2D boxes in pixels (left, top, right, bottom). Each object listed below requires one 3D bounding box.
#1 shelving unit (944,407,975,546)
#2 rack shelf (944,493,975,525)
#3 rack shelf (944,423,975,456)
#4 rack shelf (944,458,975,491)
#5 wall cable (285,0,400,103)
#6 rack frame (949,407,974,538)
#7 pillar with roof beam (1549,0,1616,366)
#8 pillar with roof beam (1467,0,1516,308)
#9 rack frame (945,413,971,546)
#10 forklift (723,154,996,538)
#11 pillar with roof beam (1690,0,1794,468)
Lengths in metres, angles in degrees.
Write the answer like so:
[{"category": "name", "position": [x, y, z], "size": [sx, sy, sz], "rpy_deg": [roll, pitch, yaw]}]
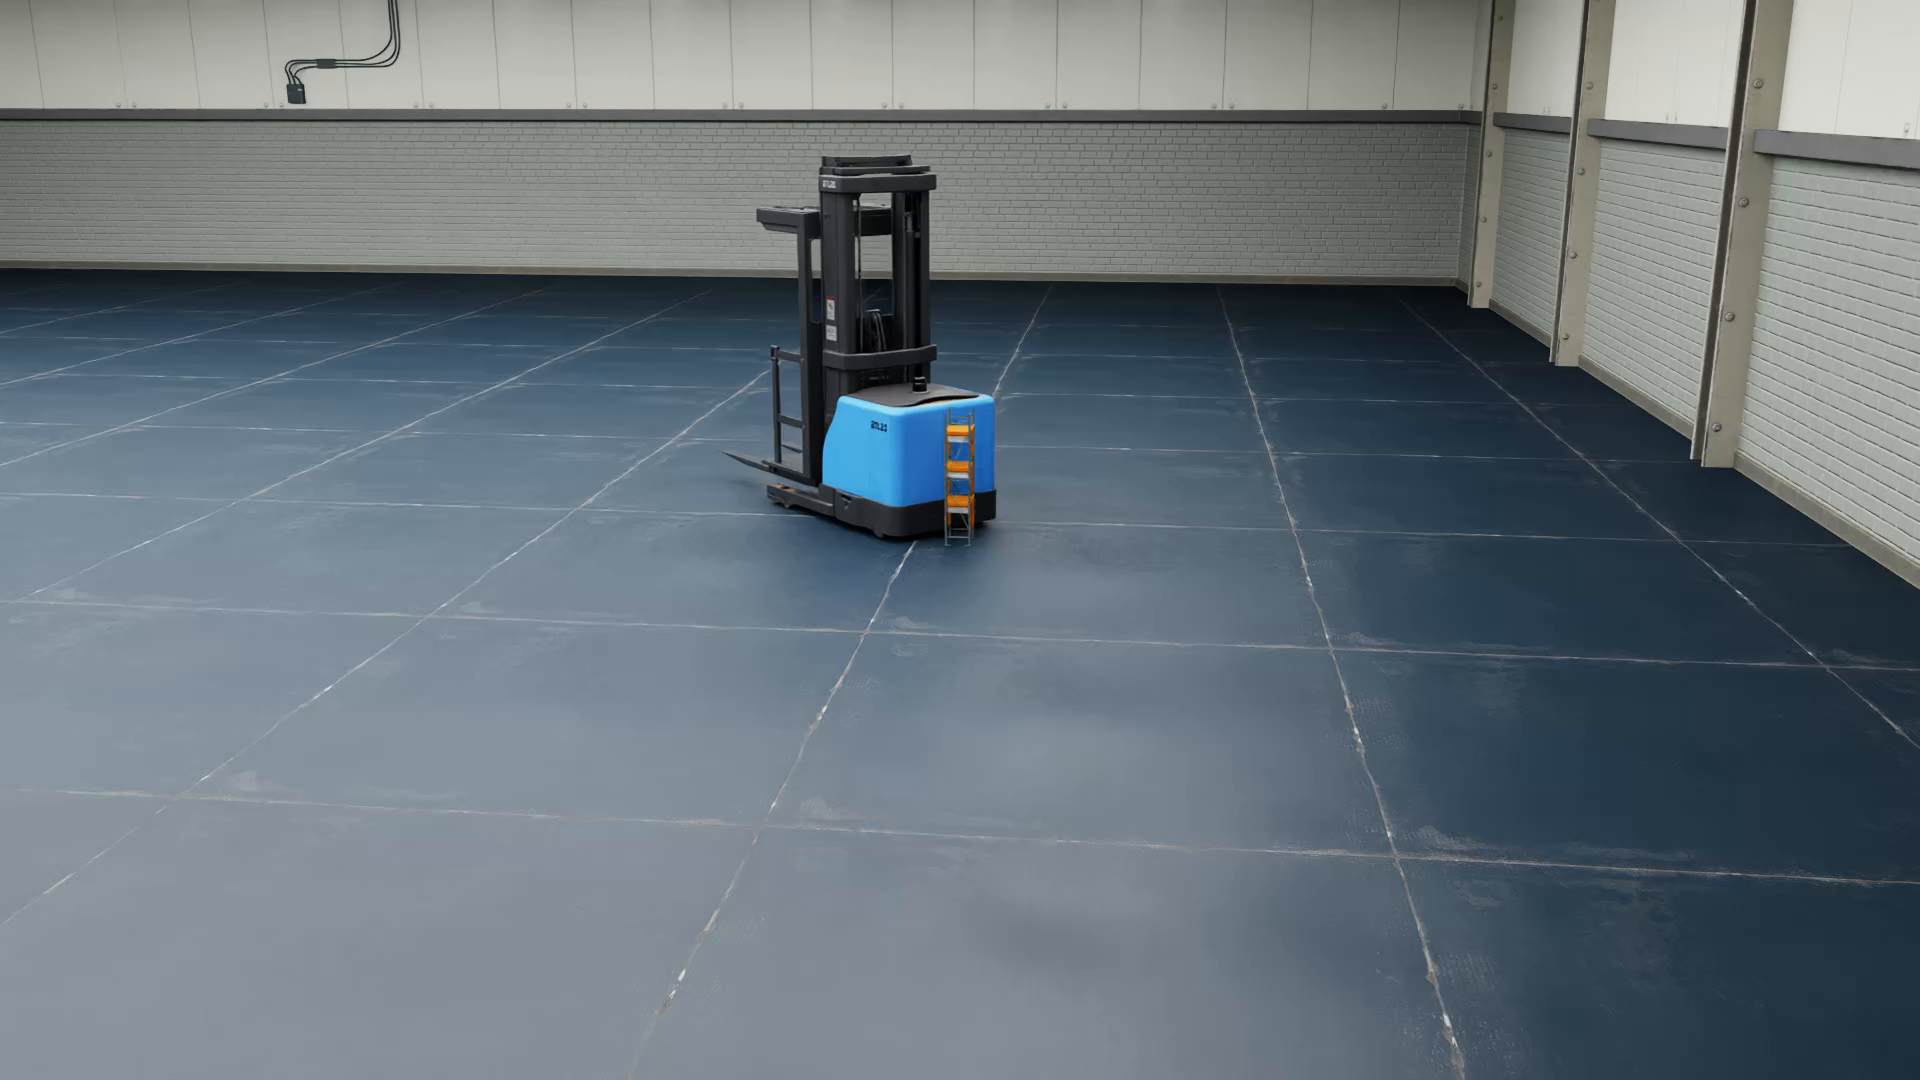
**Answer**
[{"category": "shelving unit", "position": [-0.003, -0.492, 12.971], "size": [0.215, 1.050, 0.252], "rpy_deg": [2, 15, 6]}, {"category": "rack shelf", "position": [-0.003, -0.214, 13.046], "size": [0.215, 0.259, 0.240], "rpy_deg": [2, 15, 6]}, {"category": "rack shelf", "position": [-0.003, -0.756, 12.899], "size": [0.215, 0.259, 0.240], "rpy_deg": [2, 15, 6]}, {"category": "rack shelf", "position": [-0.003, -0.482, 12.973], "size": [0.215, 0.259, 0.240], "rpy_deg": [2, 15, 6]}, {"category": "wall cable", "position": [-11.670, -11.206, 30.848], "size": [2.305, 6.003, 0.169], "rpy_deg": [2, 15, 6]}, {"category": "rack frame", "position": [0.010, -0.524, 13.088], "size": [0.200, 1.050, 0.008], "rpy_deg": [2, 15, 6]}, {"category": "pillar with roof beam", "position": [3.597, -6.765, 20.942], "size": [9.100, 9.000, 0.400], "rpy_deg": [2, 15, 6]}, {"category": "pillar with roof beam", "position": [4.274, -8.321, 26.697], "size": [9.100, 9.000, 0.400], "rpy_deg": [2, 15, 6]}, {"category": "rack frame", "position": [-0.017, -0.460, 12.854], "size": [0.200, 1.050, 0.008], "rpy_deg": [2, 15, 6]}, {"category": "forklift", "position": [-1.002, -1.756, 14.041], "size": [1.130, 2.935, 3.031], "rpy_deg": [-11, 19, -36]}, {"category": "pillar with roof beam", "position": [2.920, -5.209, 15.187], "size": [9.100, 9.000, 0.400], "rpy_deg": [2, 15, 6]}]
